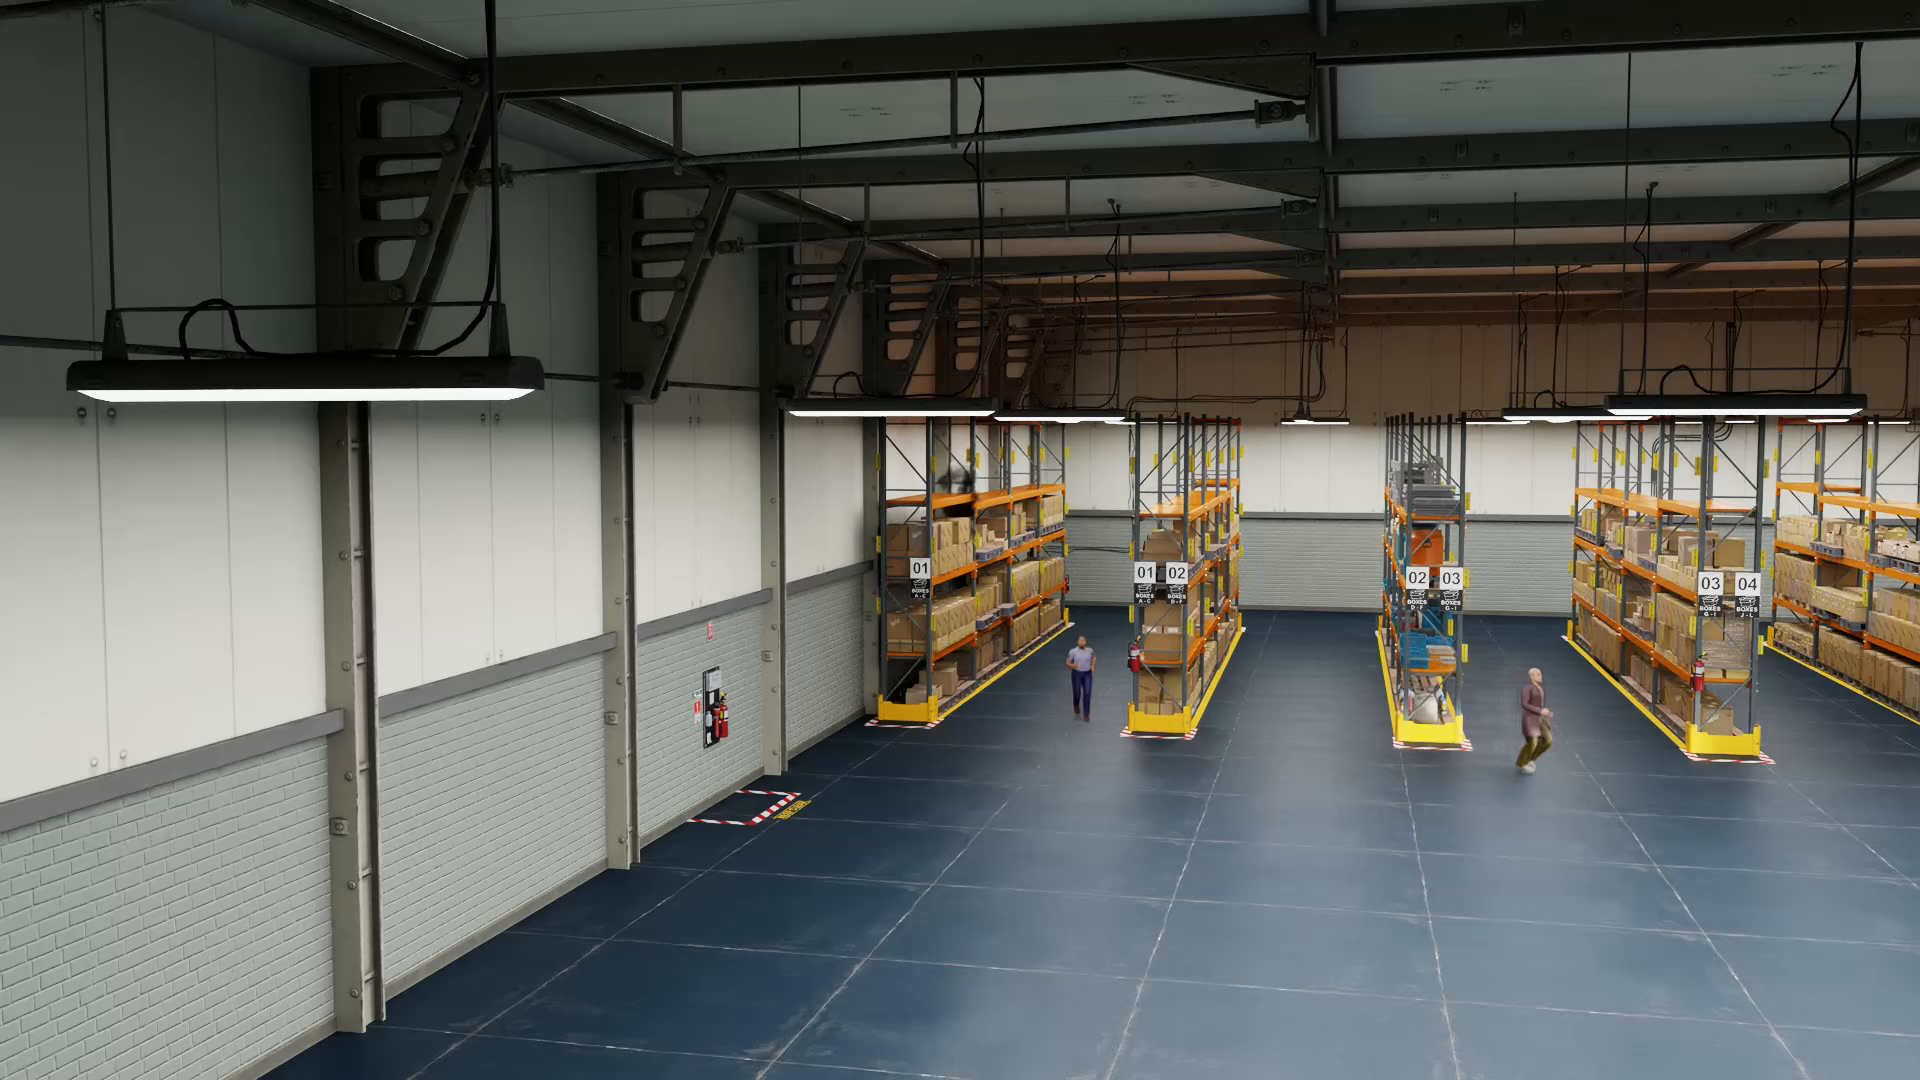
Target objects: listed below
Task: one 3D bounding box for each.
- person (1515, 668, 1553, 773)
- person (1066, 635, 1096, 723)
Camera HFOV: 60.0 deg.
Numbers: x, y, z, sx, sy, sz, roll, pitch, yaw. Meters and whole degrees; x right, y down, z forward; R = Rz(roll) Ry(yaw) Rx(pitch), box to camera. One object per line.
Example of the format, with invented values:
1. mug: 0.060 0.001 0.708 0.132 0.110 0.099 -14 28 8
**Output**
1. person: 9.527 2.988 27.477 0.738 1.756 0.685 -3 5 -40
2. person: 2.380 2.688 32.528 0.606 1.648 0.891 0 4 -3
